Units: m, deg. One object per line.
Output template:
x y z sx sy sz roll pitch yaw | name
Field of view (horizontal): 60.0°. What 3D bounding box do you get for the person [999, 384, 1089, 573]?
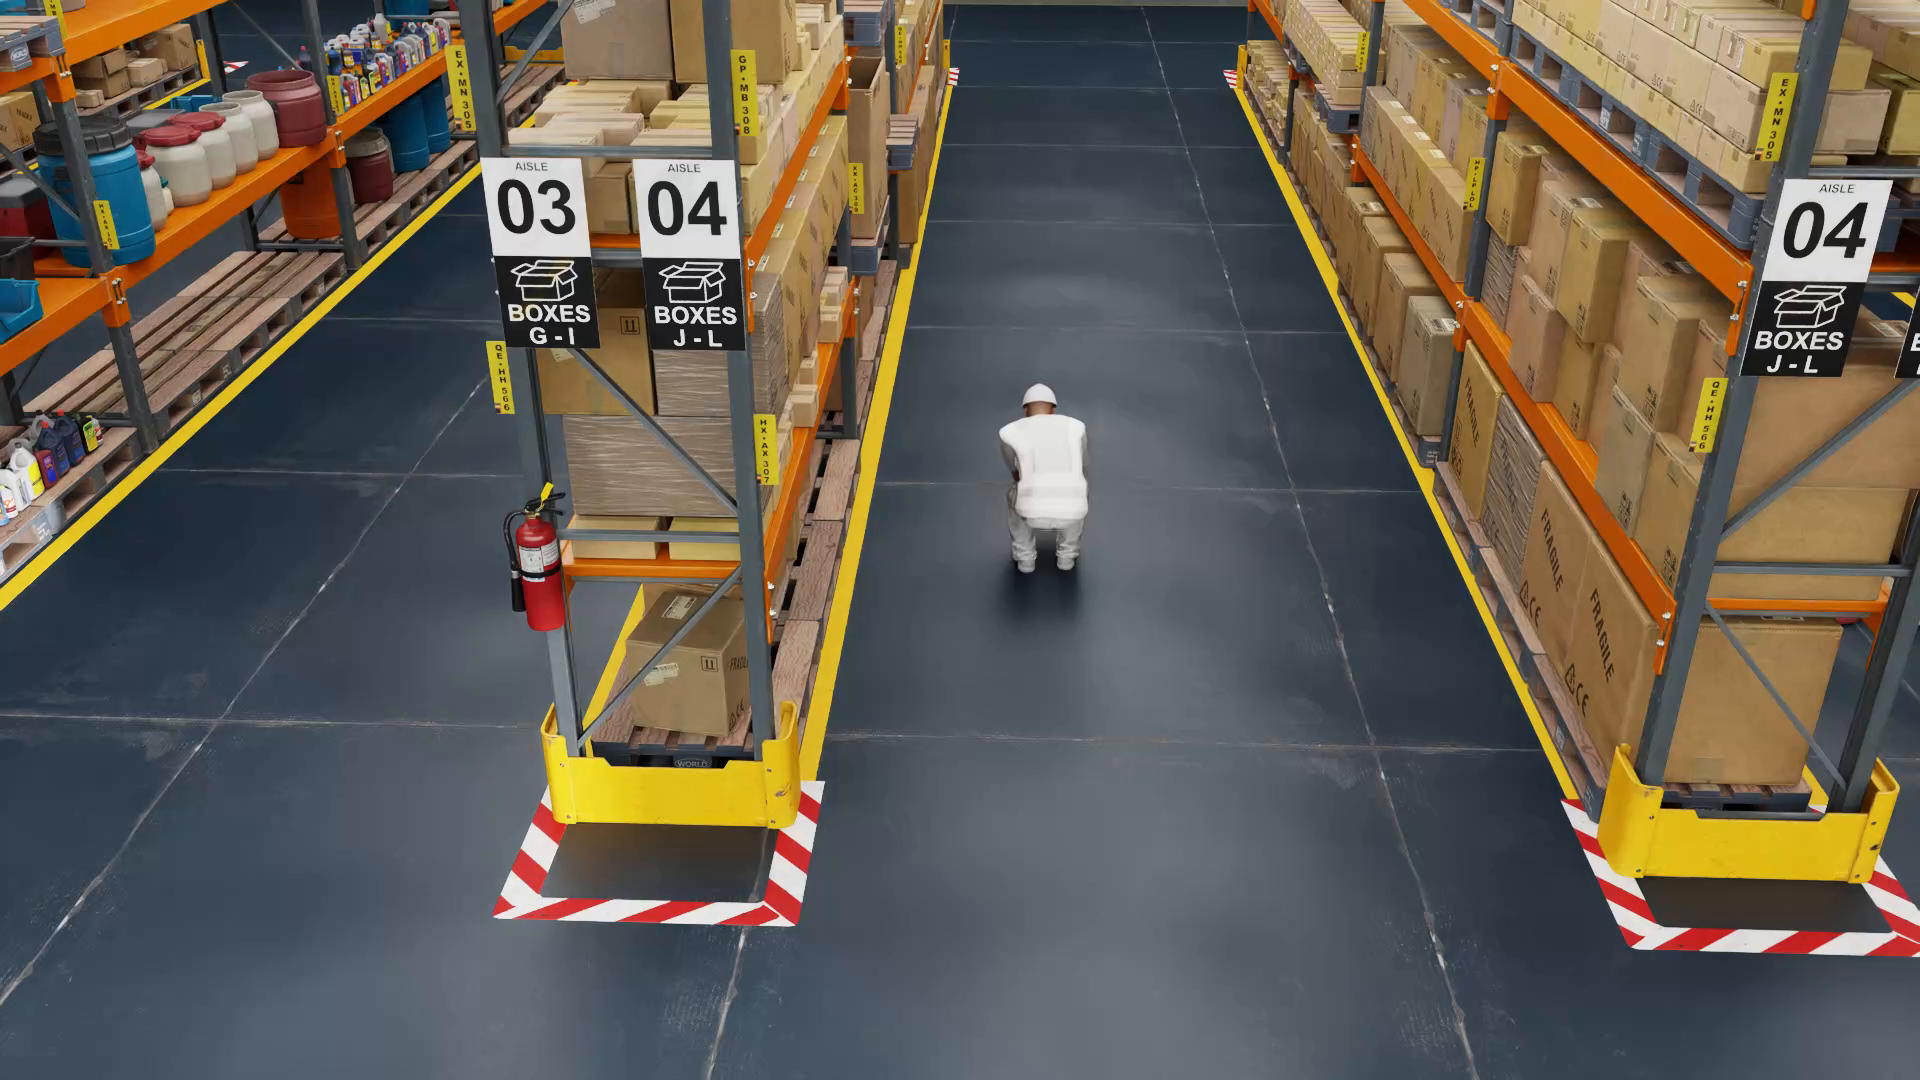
0.513 -0.364 10.141 0.556 1.003 0.908 0 28 1 | person
